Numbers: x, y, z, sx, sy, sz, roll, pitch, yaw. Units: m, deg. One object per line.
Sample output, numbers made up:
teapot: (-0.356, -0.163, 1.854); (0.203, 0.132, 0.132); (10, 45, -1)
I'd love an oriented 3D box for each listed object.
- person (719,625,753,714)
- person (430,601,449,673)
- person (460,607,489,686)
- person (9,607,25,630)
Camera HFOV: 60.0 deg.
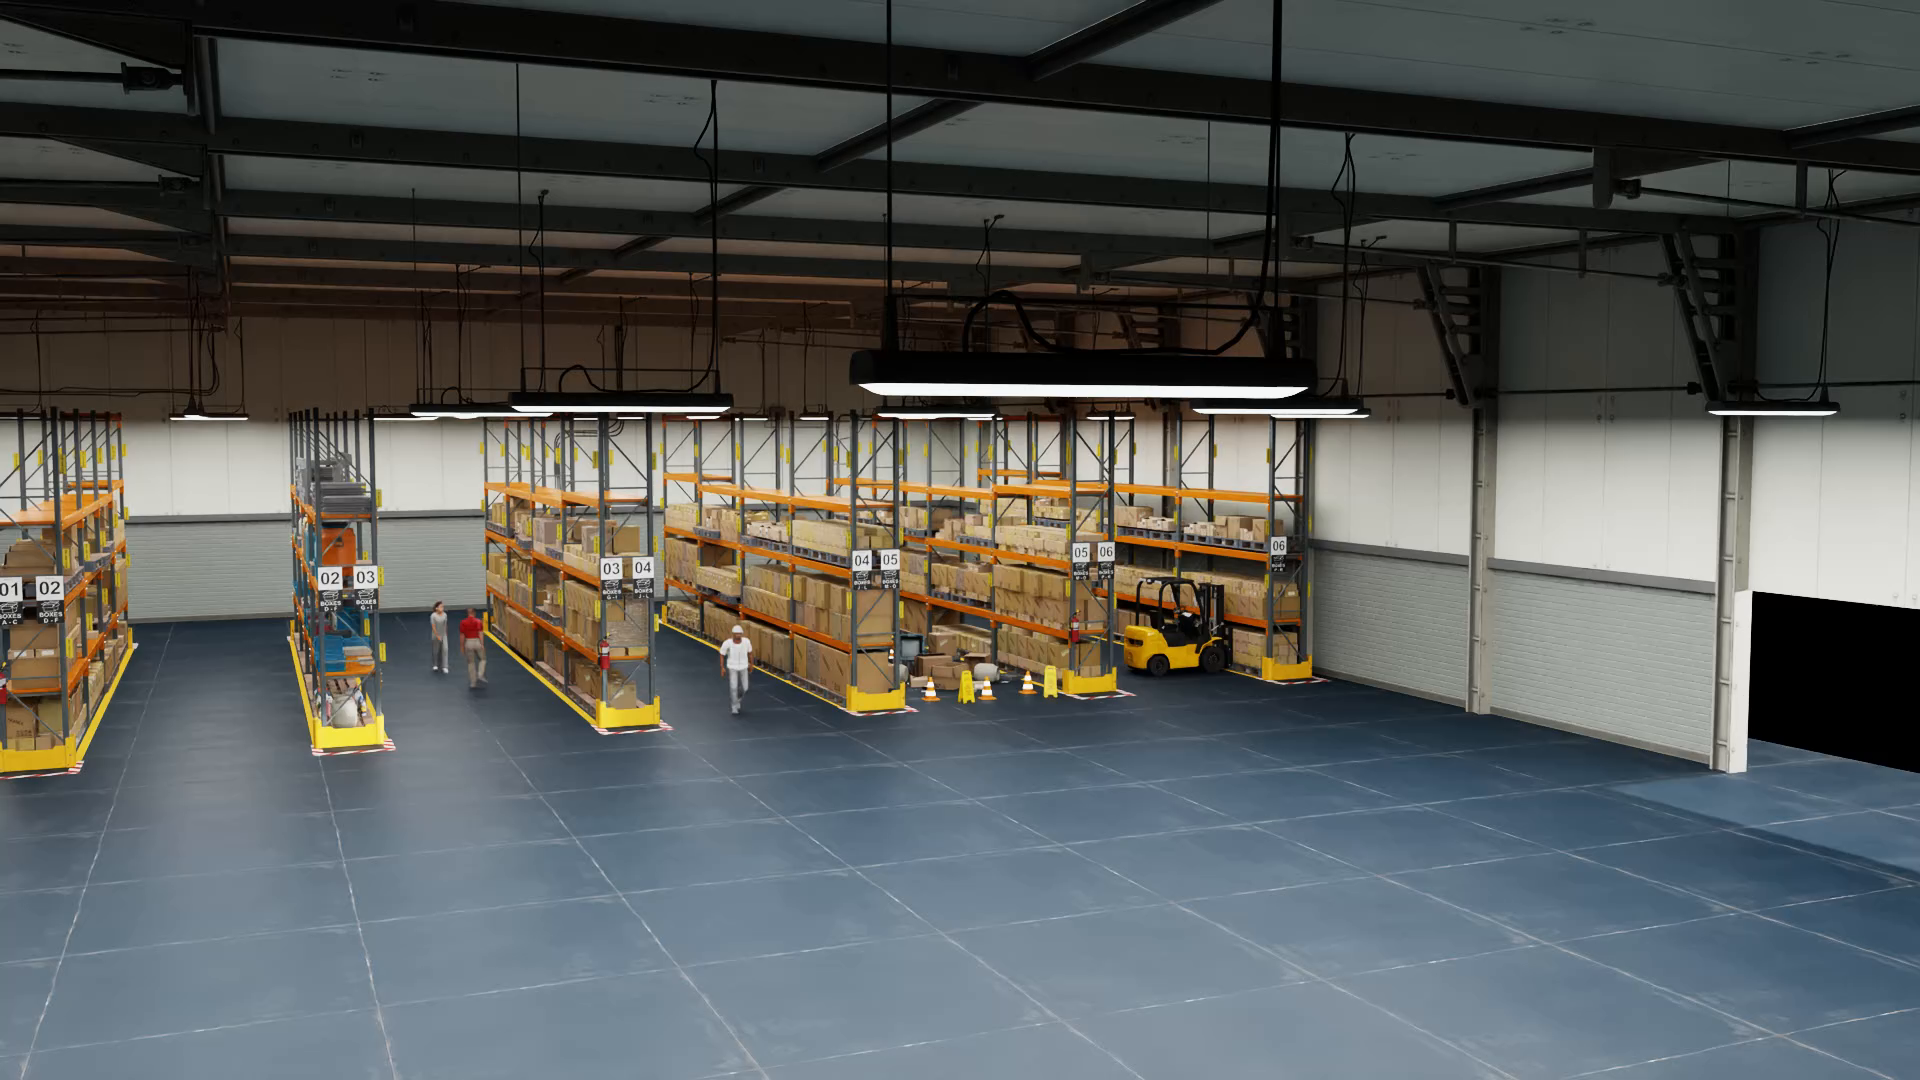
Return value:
person: (-4.449, 2.546, 33.030); (0.672, 1.746, 0.619); (-2, 4, -22)
person: (-11.970, 2.217, 38.280); (0.425, 1.614, 0.961); (-3, 5, -35)
person: (-10.574, 2.333, 36.179); (0.596, 1.698, 0.494); (-1, 4, -13)
person: (-22.570, 2.027, 40.111); (0.697, 1.721, 1.064); (-1, 4, -20)
